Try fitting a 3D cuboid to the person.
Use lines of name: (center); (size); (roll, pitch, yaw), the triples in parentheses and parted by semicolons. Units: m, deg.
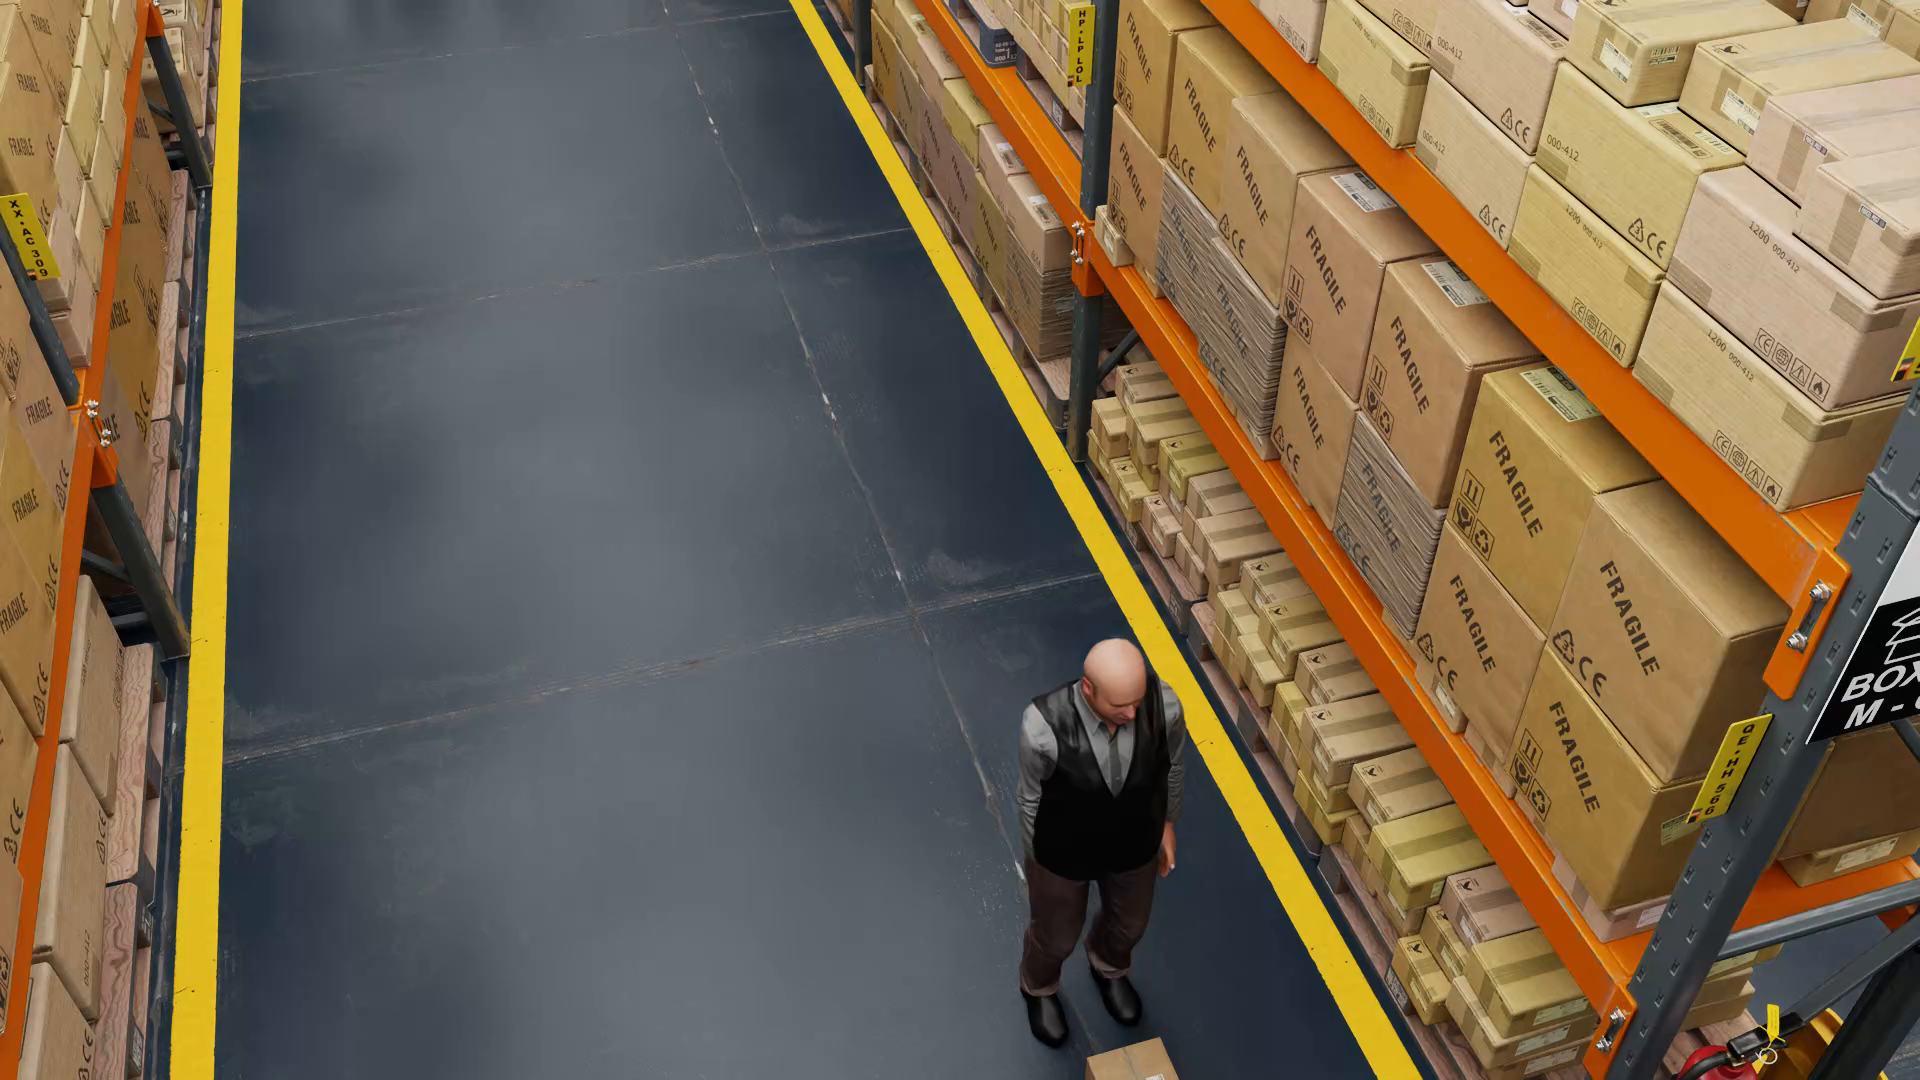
person: (0.436, 0.953, 5.174); (0.563, 1.658, 0.453); (-11, 43, -12)
